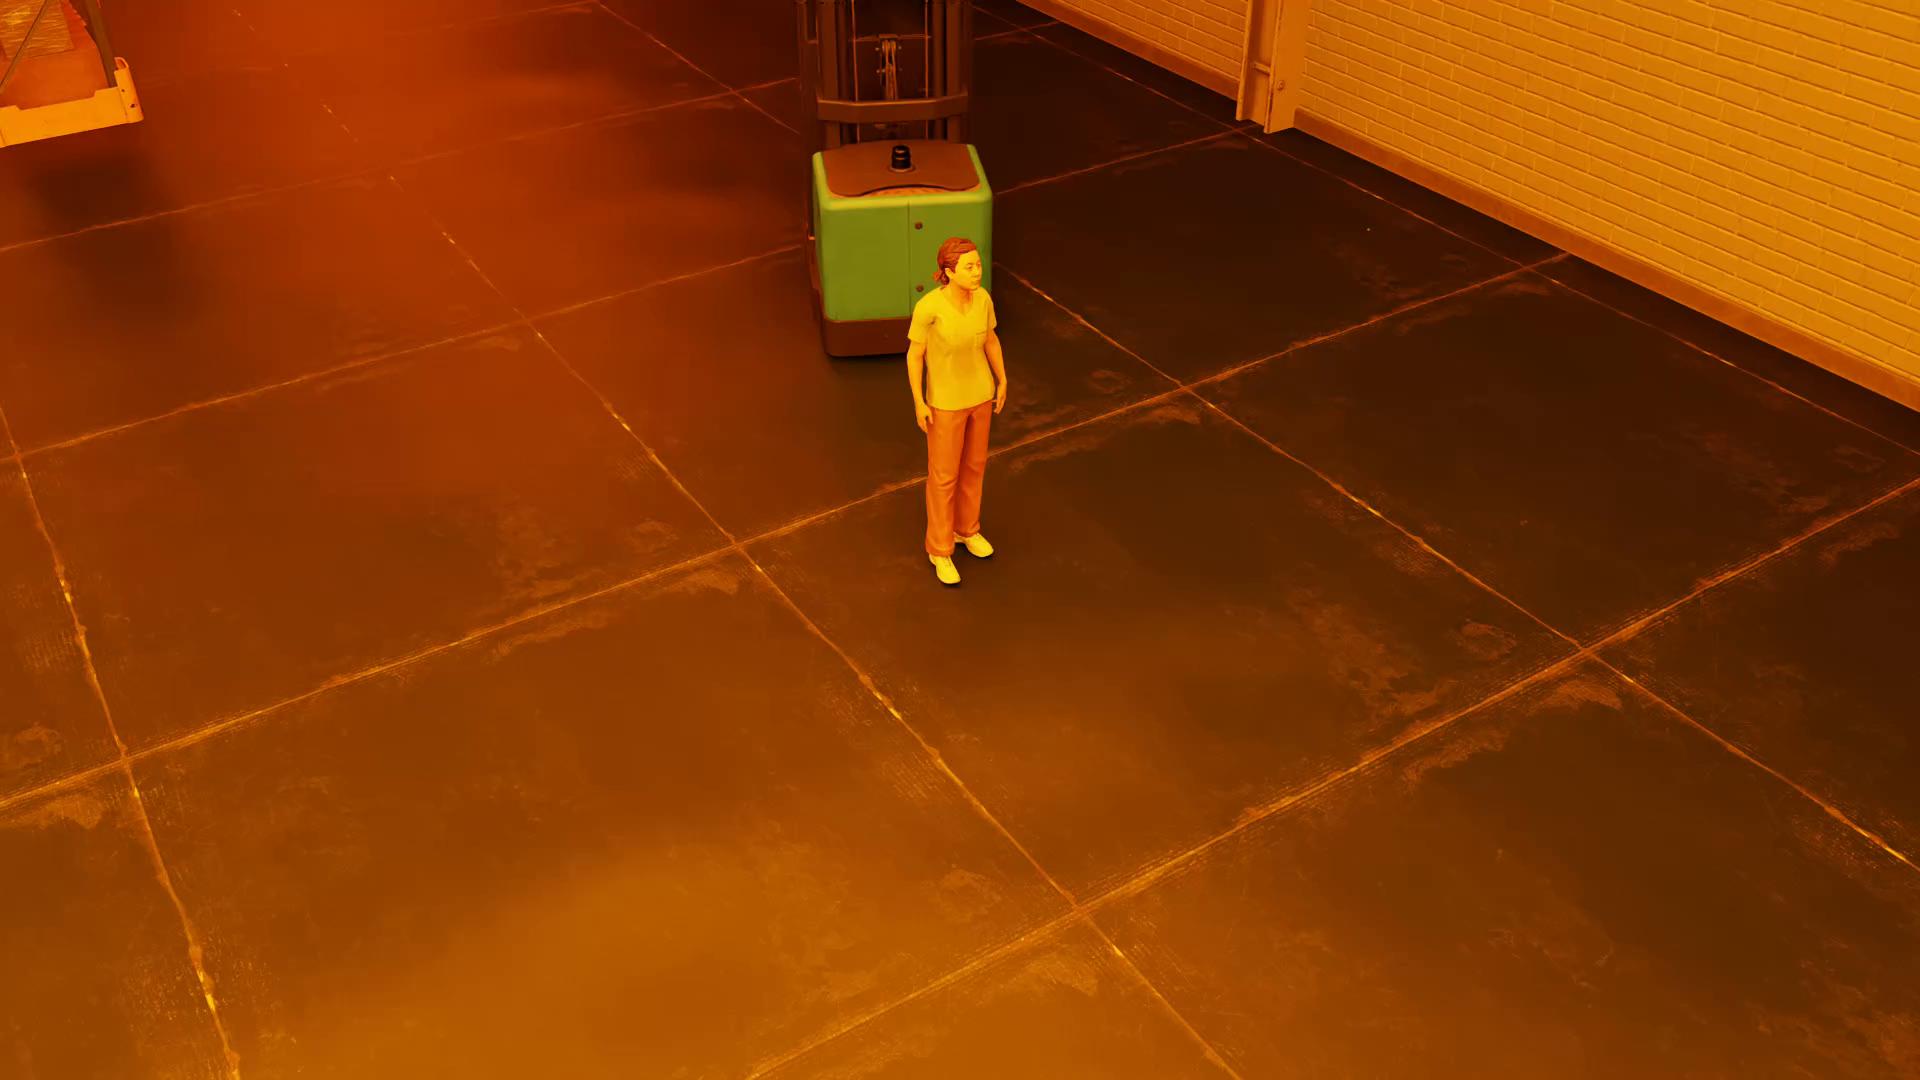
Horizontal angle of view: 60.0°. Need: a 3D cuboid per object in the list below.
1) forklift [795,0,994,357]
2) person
[{"bbox_3d":[-0.501,-3.156,10.639,1.130,2.935,3.031,-4,35,-6],"label":"forklift"},{"bbox_3d":[0.031,-0.653,8.156,0.555,1.675,0.549,-21,40,-27],"label":"person"}]
